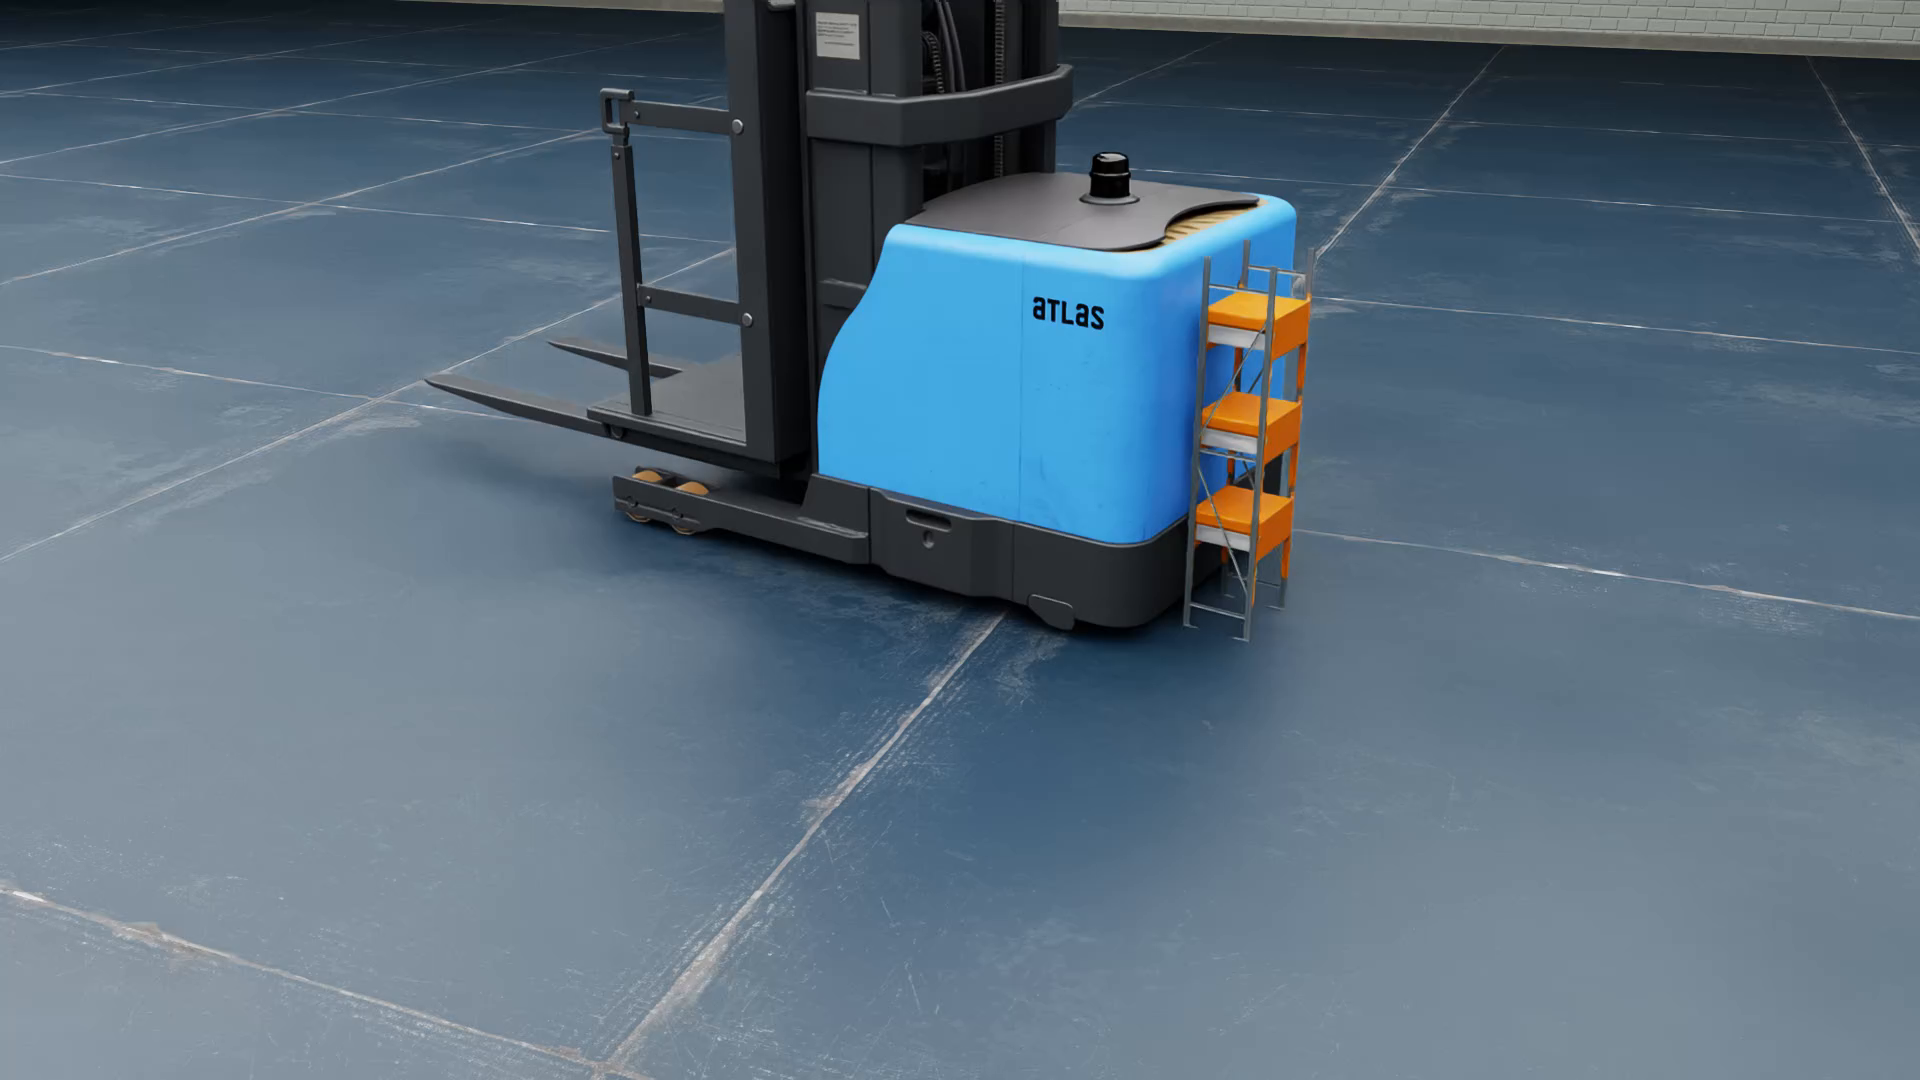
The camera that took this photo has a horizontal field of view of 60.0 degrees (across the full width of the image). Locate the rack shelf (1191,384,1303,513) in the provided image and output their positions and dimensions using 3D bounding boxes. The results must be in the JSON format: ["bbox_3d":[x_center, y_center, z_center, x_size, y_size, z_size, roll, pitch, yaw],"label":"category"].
[{"bbox_3d":[0.778,-0.252,4.519,0.215,0.259,0.240,14,27,30],"label":"rack shelf"}]

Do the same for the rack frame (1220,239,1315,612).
[{"bbox_3d":[0.845,-0.301,4.609,0.200,1.050,0.008,14,27,30],"label":"rack frame"}]

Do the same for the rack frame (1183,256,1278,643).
[{"bbox_3d":[0.711,-0.223,4.421,0.200,1.050,0.008,14,27,30],"label":"rack frame"}]

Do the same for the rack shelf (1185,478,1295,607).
[{"bbox_3d":[0.778,0.004,4.626,0.215,0.259,0.240,14,27,30],"label":"rack shelf"}]

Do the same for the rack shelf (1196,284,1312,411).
[{"bbox_3d":[0.779,-0.514,4.410,0.215,0.259,0.240,14,27,30],"label":"rack shelf"}]

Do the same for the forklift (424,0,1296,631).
[{"bbox_3d":[-0.514,-1.522,5.090,3.031,2.935,1.130,14,27,30],"label":"forklift"}]

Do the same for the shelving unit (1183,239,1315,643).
[{"bbox_3d":[0.778,-0.262,4.515,0.215,1.050,0.252,14,27,30],"label":"shelving unit"}]
